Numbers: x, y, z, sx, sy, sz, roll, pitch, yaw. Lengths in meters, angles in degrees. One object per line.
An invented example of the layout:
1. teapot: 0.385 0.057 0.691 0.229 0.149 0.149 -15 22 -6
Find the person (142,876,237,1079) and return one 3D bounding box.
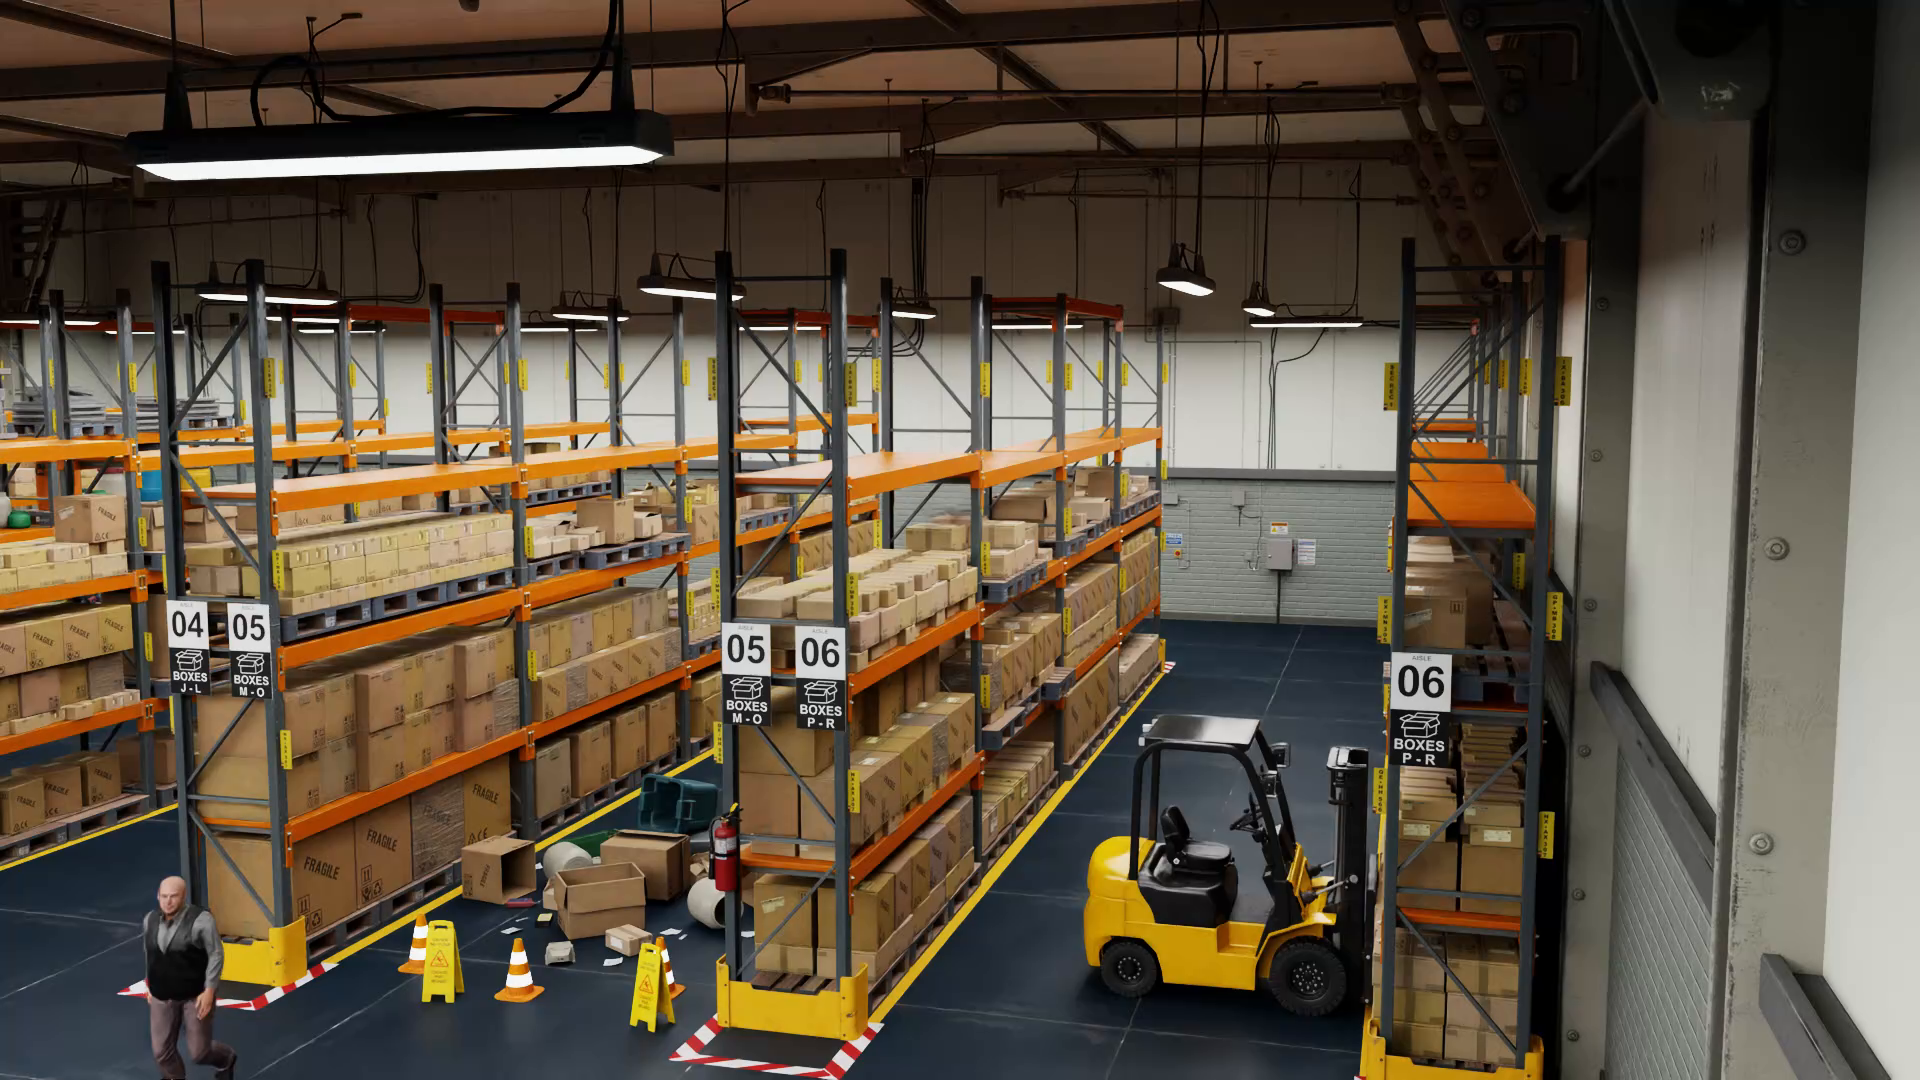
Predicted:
1. person: -5.339 3.114 11.537 0.601 1.705 0.611 0 6 4
